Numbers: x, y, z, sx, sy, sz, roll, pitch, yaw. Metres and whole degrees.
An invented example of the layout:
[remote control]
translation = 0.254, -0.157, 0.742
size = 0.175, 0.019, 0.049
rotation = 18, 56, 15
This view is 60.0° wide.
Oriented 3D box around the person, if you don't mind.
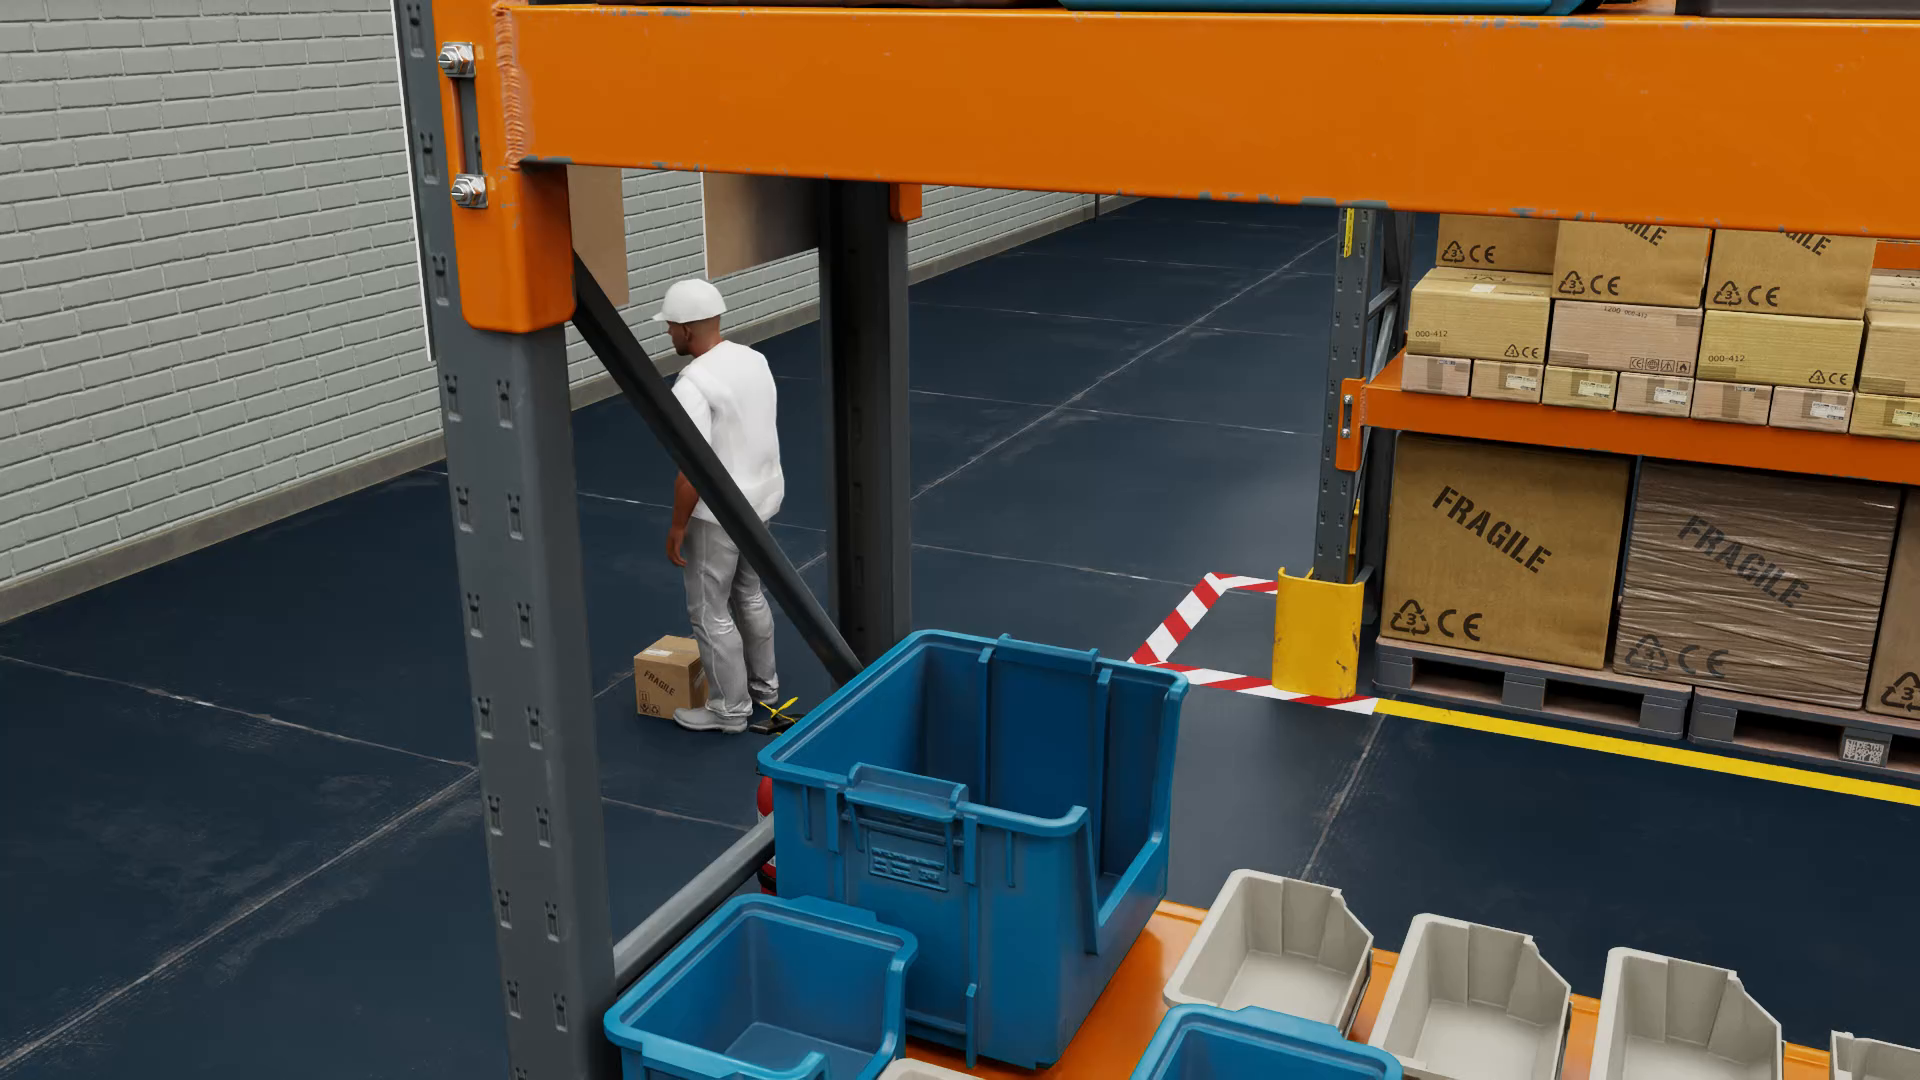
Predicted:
[person]
translation = -0.923, -0.128, 6.410
size = 0.458, 1.761, 0.628
rotation = 8, 21, 23
